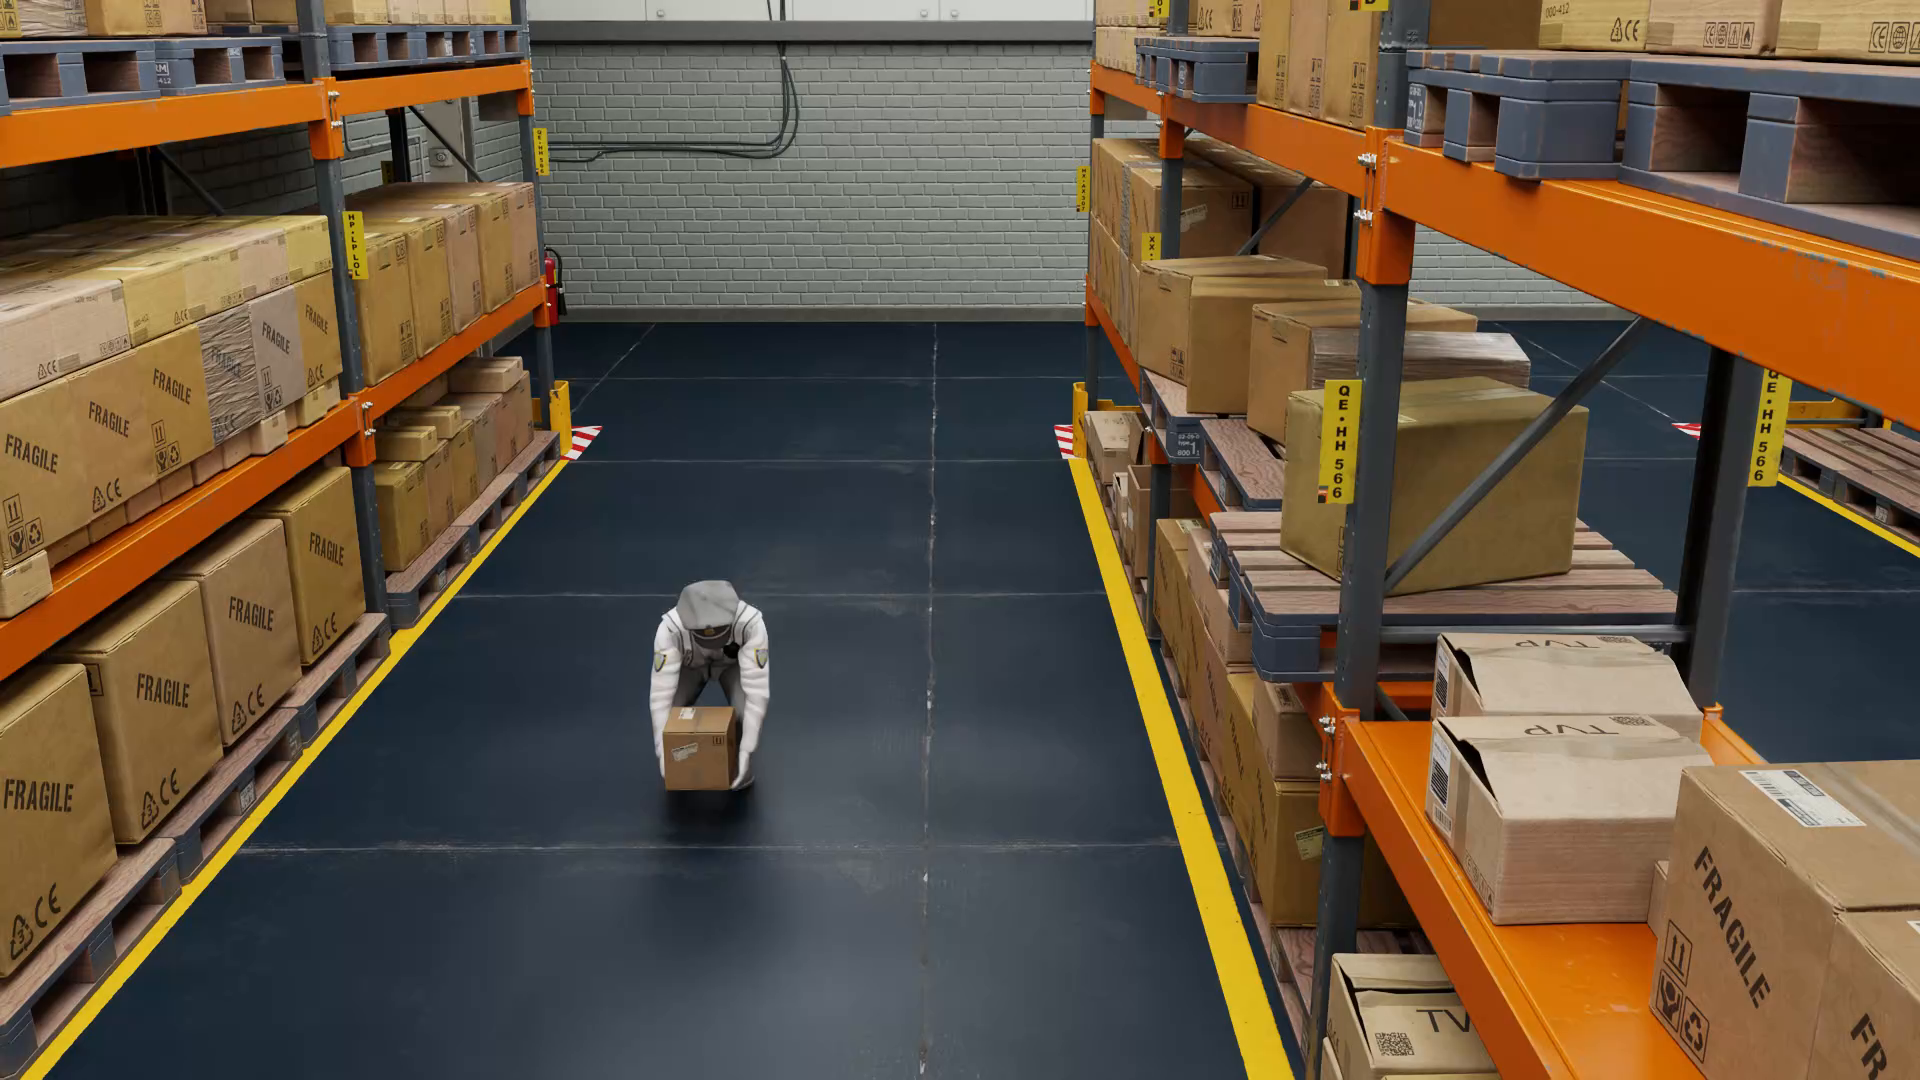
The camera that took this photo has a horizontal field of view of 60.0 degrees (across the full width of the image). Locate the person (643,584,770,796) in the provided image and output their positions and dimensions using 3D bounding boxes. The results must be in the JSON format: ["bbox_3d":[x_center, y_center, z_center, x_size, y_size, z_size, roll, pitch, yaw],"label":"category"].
[{"bbox_3d":[-1.028,0.585,6.869,0.511,0.961,0.822,0,17,-1],"label":"person"}]
